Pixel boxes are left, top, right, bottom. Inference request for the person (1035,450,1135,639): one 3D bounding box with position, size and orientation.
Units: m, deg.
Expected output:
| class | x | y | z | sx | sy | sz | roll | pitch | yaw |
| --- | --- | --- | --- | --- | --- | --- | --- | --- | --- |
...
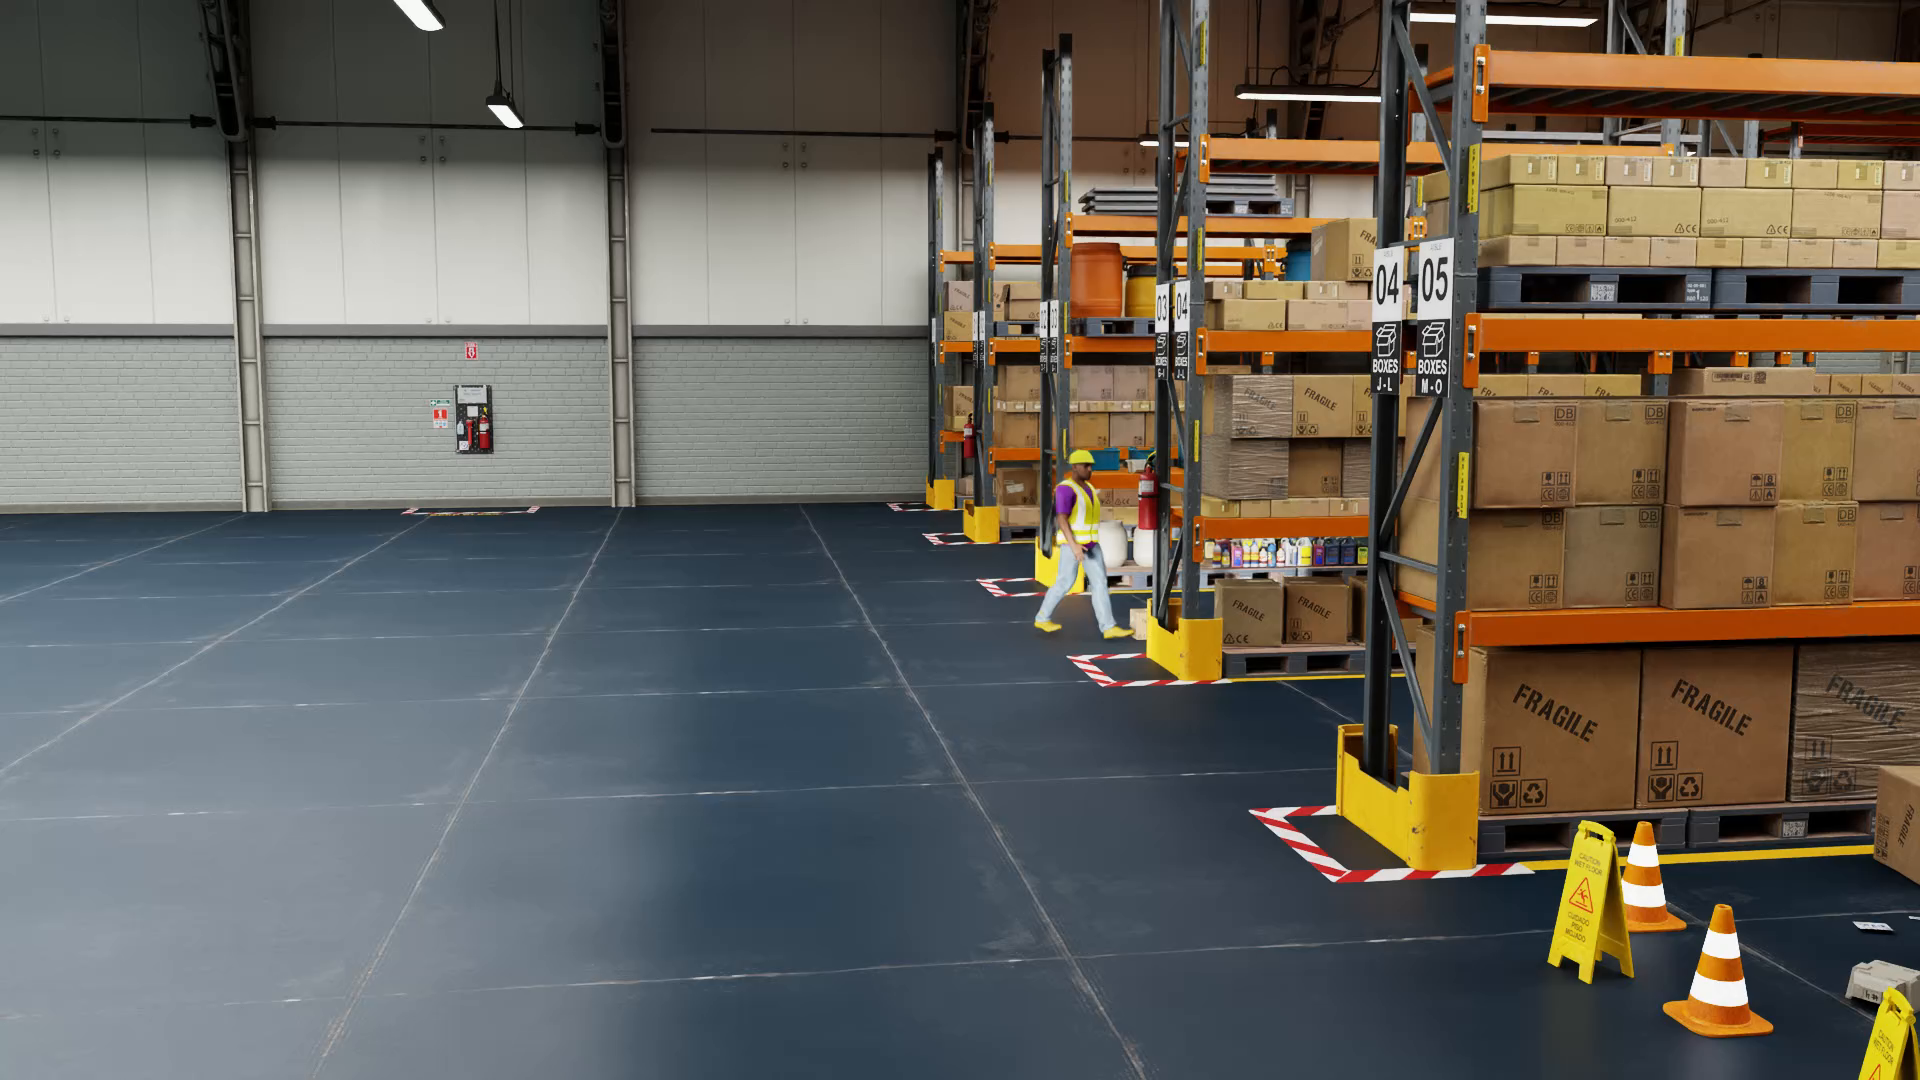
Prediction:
| class | x | y | z | sx | sy | sz | roll | pitch | yaw |
| --- | --- | --- | --- | --- | --- | --- | --- | --- | --- |
| person | 1.128 | 0.041 | 15.293 | 0.968 | 1.736 | 0.591 | 6 | 9 | 41 |
